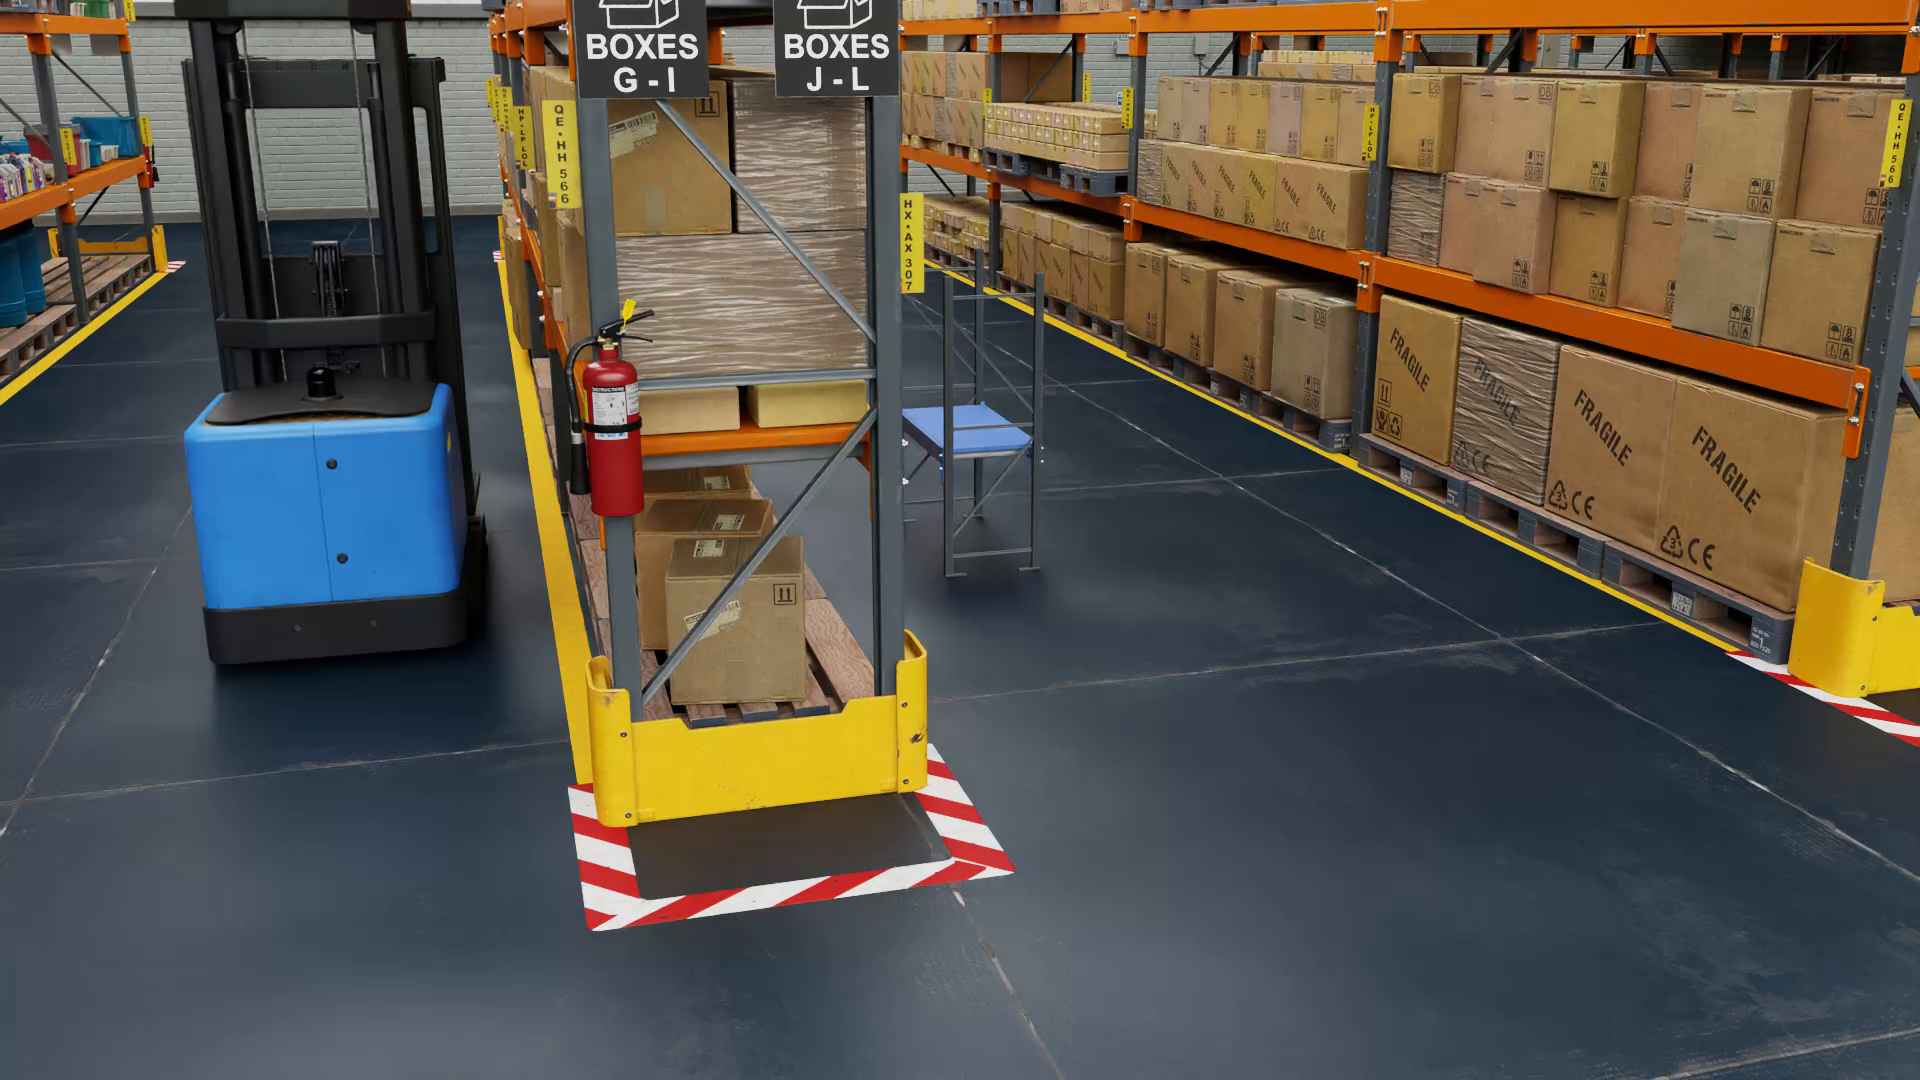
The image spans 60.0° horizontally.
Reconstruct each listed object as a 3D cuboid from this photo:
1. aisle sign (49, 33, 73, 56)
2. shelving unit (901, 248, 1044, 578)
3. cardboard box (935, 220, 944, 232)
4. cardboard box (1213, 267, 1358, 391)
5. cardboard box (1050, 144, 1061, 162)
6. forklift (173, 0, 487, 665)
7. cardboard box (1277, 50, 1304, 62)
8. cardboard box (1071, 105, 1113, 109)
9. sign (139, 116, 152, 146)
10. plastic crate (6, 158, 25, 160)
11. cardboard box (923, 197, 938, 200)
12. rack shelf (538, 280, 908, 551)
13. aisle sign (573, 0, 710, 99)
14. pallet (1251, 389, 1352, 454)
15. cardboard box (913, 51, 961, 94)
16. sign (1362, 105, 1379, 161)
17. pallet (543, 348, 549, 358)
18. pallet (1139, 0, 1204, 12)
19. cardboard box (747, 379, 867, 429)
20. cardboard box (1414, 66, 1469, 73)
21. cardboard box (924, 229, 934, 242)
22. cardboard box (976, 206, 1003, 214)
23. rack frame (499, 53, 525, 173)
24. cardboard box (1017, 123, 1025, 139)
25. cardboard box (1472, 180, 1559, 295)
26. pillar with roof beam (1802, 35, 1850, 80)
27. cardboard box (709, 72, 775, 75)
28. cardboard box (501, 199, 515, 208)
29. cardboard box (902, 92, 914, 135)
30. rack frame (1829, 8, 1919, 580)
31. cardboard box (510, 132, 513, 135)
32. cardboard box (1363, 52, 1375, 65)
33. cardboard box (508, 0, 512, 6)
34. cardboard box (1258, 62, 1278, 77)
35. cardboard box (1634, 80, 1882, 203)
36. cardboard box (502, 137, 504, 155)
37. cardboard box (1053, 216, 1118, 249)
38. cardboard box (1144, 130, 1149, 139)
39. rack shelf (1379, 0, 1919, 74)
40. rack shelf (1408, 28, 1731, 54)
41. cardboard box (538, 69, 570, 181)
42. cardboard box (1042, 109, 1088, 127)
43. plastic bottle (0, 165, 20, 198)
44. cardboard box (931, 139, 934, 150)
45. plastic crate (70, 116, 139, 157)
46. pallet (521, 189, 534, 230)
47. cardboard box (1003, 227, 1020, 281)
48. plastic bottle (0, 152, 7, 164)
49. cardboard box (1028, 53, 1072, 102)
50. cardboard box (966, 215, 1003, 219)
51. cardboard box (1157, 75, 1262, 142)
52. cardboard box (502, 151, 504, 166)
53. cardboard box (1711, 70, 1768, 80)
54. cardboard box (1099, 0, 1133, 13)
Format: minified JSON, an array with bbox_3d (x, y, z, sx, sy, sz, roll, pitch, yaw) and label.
[{"bbox_3d":[-10.155,-5.798,18.523,0.394,0.787,0.004,-5,17,-15],"label":"aisle sign"},{"bbox_3d":[0.023,-0.695,8.658,0.538,1.500,1.048,-5,17,-15],"label":"shelving unit"},{"bbox_3d":[-0.090,-3.839,20.228,0.380,0.149,0.250,-6,18,-18],"label":"cardboard box"},{"bbox_3d":[2.488,-1.549,12.075,1.050,0.750,0.750,-5,17,-15],"label":"cardboard box"},{"bbox_3d":[1.052,-3.564,15.311,0.380,0.149,0.250,-5,18,-18],"label":"cardboard box"},{"bbox_3d":[-3.000,-1.265,8.069,1.130,2.935,3.031,-4,17,-13],"label":"forklift"},{"bbox_3d":[4.413,-6.382,21.947,0.380,0.149,0.250,-4,17,-14],"label":"cardboard box"},{"bbox_3d":[1.323,-4.258,16.586,0.380,0.149,0.250,-5,17,-15],"label":"cardboard box"},{"bbox_3d":[-9.325,-4.683,19.045,0.100,0.325,0.005,-5,17,-15],"label":"sign"},{"bbox_3d":[-9.316,-3.636,16.216,0.437,0.125,0.590,-5,17,-15],"label":"plastic crate"},{"bbox_3d":[-0.473,-4.262,21.117,0.380,0.149,0.250,-6,18,-18],"label":"cardboard box"},{"bbox_3d":[-1.240,-0.732,7.424,1.077,0.370,4.000,-5,17,-15],"label":"rack shelf"},{"bbox_3d":[-0.962,-1.727,4.969,0.394,0.787,0.004,-5,17,-15],"label":"aisle sign"},{"bbox_3d":[2.723,-0.865,11.466,1.003,0.211,1.213,-5,17,-15],"label":"pallet"},{"bbox_3d":[-0.278,-5.698,20.277,0.500,0.500,0.500,-4,17,-14],"label":"cardboard box"},{"bbox_3d":[2.488,-2.464,10.067,0.100,0.325,0.005,-5,17,-15],"label":"sign"},{"bbox_3d":[-3.033,-1.624,13.992,1.003,0.211,1.213,-5,17,-15],"label":"pallet"},{"bbox_3d":[2.136,-4.272,13.074,1.213,0.211,1.003,-4,17,-13],"label":"pallet"},{"bbox_3d":[-0.540,-0.500,5.840,0.380,0.149,0.250,-5,17,-15],"label":"cardboard box"},{"bbox_3d":[5.385,-5.008,18.498,0.500,0.500,0.500,-4,17,-15],"label":"cardboard box"},{"bbox_3d":[-0.264,-3.765,20.497,0.380,0.149,0.250,-4,17,-15],"label":"cardboard box"},{"bbox_3d":[0.409,-3.943,20.057,0.380,0.149,0.250,-5,18,-17],"label":"cardboard box"},{"bbox_3d":[-3.988,-3.842,16.529,1.000,3.000,0.127,-5,17,-15],"label":"rack frame"},{"bbox_3d":[0.767,-3.995,16.228,0.380,0.149,0.250,-4,17,-13],"label":"cardboard box"},{"bbox_3d":[3.328,-1.655,8.987,0.875,0.550,0.550,-5,17,-15],"label":"cardboard box"},{"bbox_3d":[6.848,-7.816,19.329,9.100,9.000,0.400,-5,17,-15],"label":"pillar with roof beam"},{"bbox_3d":[-0.849,-1.643,6.778,0.500,0.500,0.500,-5,17,-15],"label":"cardboard box"},{"bbox_3d":[-3.793,-2.850,16.190,1.225,0.875,0.875,-5,17,-15],"label":"cardboard box"},{"bbox_3d":[-0.433,-5.357,20.881,0.500,0.500,0.500,-4,17,-13],"label":"cardboard box"},{"bbox_3d":[4.106,-0.887,6.691,1.000,3.000,0.127,-5,17,-15],"label":"rack frame"},{"bbox_3d":[-3.679,-3.323,14.627,0.500,0.500,0.500,-4,17,-14],"label":"cardboard box"},{"bbox_3d":[5.035,-5.743,19.817,0.380,0.149,0.250,-5,17,-16],"label":"cardboard box"},{"bbox_3d":[-2.864,-3.808,11.463,0.500,0.250,0.500,-4,17,-14],"label":"cardboard box"},{"bbox_3d":[4.299,-6.103,22.145,0.500,0.500,0.500,-5,17,-16],"label":"cardboard box"},{"bbox_3d":[3.778,-1.892,7.900,0.875,0.550,0.550,-5,17,-15],"label":"cardboard box"},{"bbox_3d":[-4.507,-4.157,17.321,0.500,0.250,0.500,-4,17,-14],"label":"cardboard box"},{"bbox_3d":[1.194,-2.912,15.744,0.500,0.250,0.500,-4,17,-14],"label":"cardboard box"},{"bbox_3d":[1.815,-3.621,14.983,0.380,0.149,0.250,-5,18,-17],"label":"cardboard box"},{"bbox_3d":[3.557,-2.532,8.205,1.077,0.370,4.000,-5,17,-15],"label":"rack shelf"},{"bbox_3d":[6.090,-5.164,16.967,1.077,0.370,4.000,-5,17,-15],"label":"rack shelf"},{"bbox_3d":[-1.635,-1.877,7.559,0.500,0.500,0.500,-5,17,-15],"label":"cardboard box"},{"bbox_3d":[0.979,-3.923,15.470,0.380,0.149,0.250,-4,17,-13],"label":"cardboard box"},{"bbox_3d":[-8.055,-3.030,14.040,0.152,0.276,0.135,-5,17,-15],"label":"plastic bottle"},{"bbox_3d":[-0.131,-4.793,20.132,0.380,0.149,0.250,-5,17,-16],"label":"cardboard box"},{"bbox_3d":[-9.578,-4.525,18.636,0.616,0.435,0.499,-5,17,-15],"label":"plastic crate"},{"bbox_3d":[-2.591,-2.455,12.245,1.213,0.211,1.003,-5,17,-15],"label":"pallet"},{"bbox_3d":[0.757,-2.985,17.290,0.500,0.500,0.500,-4,17,-13],"label":"cardboard box"},{"bbox_3d":[-8.322,-3.187,14.434,0.144,0.351,0.185,-5,17,-15],"label":"plastic bottle"},{"bbox_3d":[0.919,-5.020,18.020,0.500,0.500,0.500,-4,17,-14],"label":"cardboard box"},{"bbox_3d":[0.280,-3.619,18.976,0.380,0.149,0.250,-4,17,-13],"label":"cardboard box"},{"bbox_3d":[2.022,-3.502,13.484,0.700,0.500,0.500,-5,17,-16],"label":"cardboard box"},{"bbox_3d":[-4.670,-4.065,17.707,0.380,0.149,0.250,-4,17,-14],"label":"cardboard box"},{"bbox_3d":[10.158,-5.882,21.759,0.500,0.500,0.500,-5,17,-17],"label":"cardboard box"},{"bbox_3d":[1.507,-4.722,14.071,0.500,0.500,0.500,-5,17,-15],"label":"cardboard box"}]
